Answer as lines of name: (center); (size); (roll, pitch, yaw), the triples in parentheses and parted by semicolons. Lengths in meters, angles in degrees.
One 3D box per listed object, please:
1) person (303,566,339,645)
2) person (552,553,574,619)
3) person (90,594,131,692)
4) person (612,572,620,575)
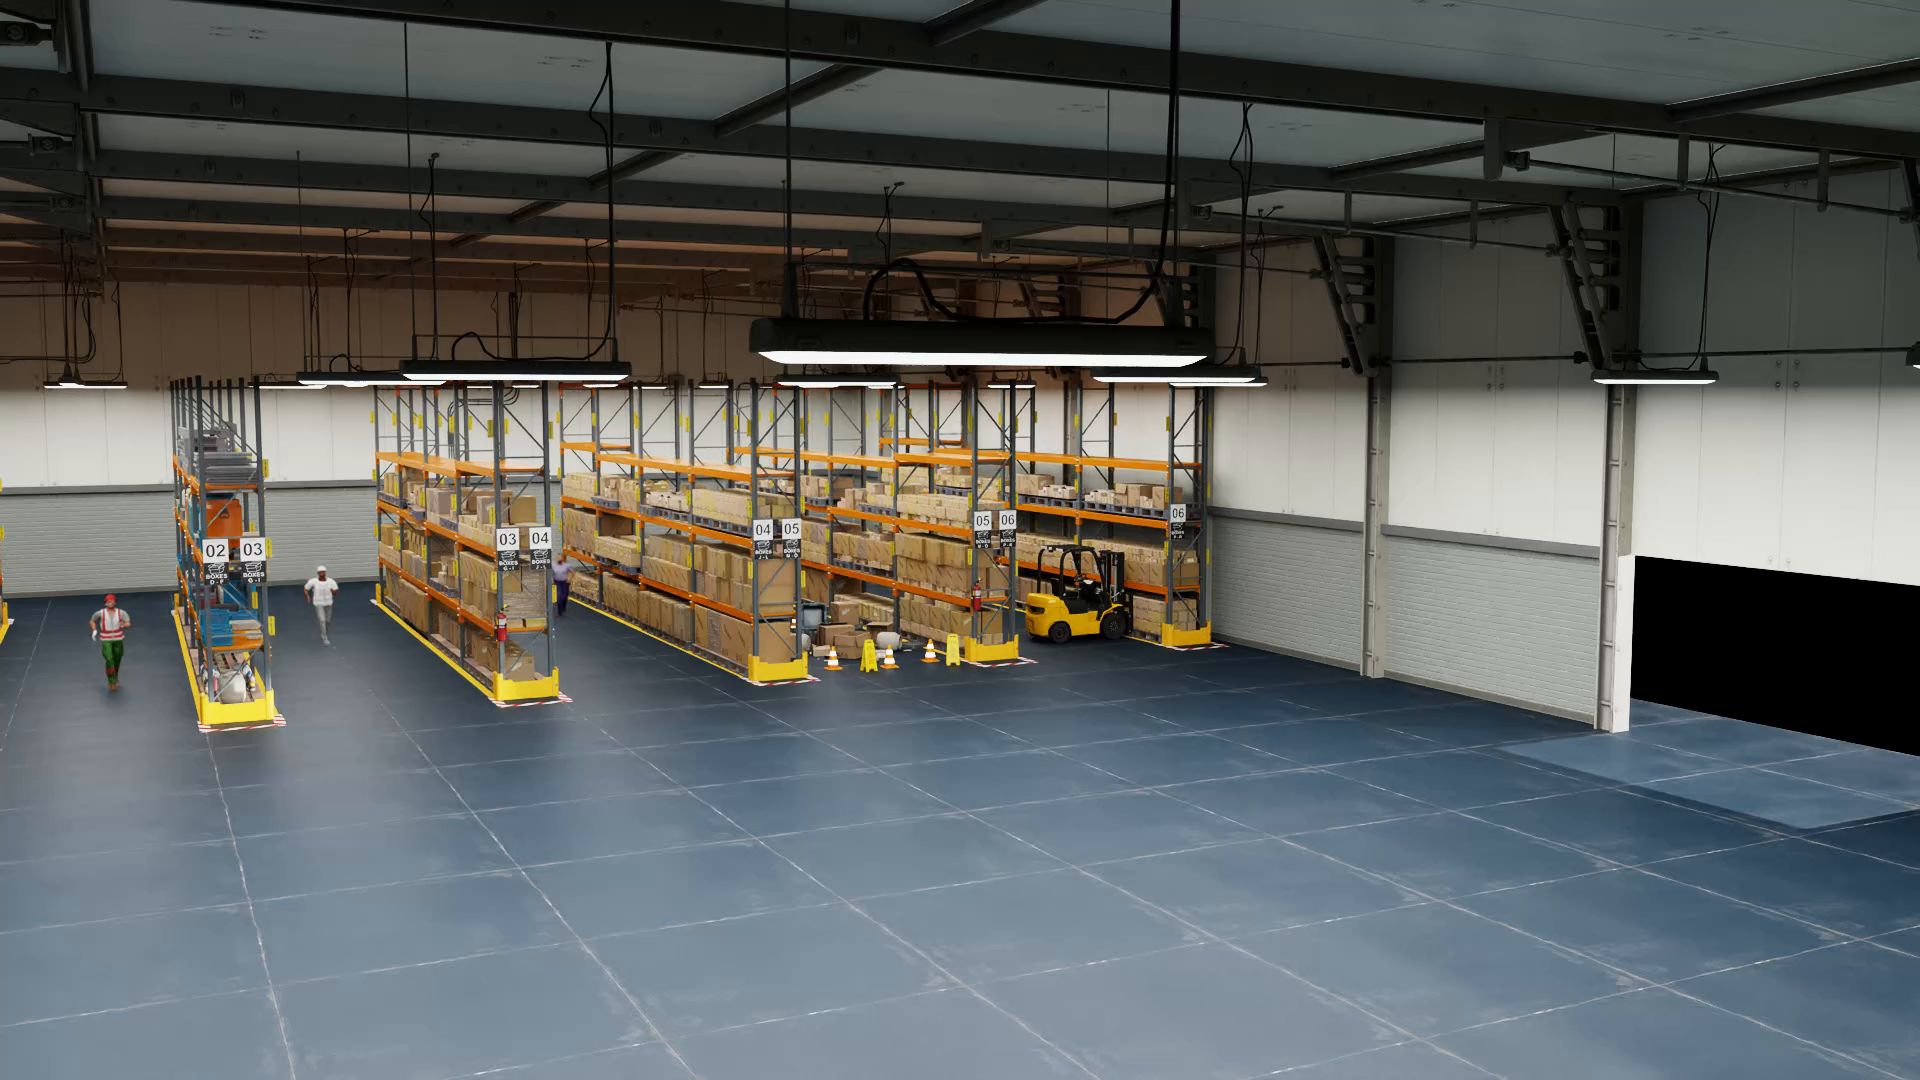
person: (-14.441, 1.462, 37.706); (0.699, 1.753, 0.987); (-4, 7, -39)
person: (-10.142, 1.161, 42.364); (0.625, 1.667, 0.706); (-1, 5, -12)
person: (-16.362, 1.956, 32.084); (0.655, 1.817, 0.909); (-4, 7, -39)
person: (-9.948, 0.599, 48.571); (0.738, 1.607, 0.614); (2, 5, 17)
